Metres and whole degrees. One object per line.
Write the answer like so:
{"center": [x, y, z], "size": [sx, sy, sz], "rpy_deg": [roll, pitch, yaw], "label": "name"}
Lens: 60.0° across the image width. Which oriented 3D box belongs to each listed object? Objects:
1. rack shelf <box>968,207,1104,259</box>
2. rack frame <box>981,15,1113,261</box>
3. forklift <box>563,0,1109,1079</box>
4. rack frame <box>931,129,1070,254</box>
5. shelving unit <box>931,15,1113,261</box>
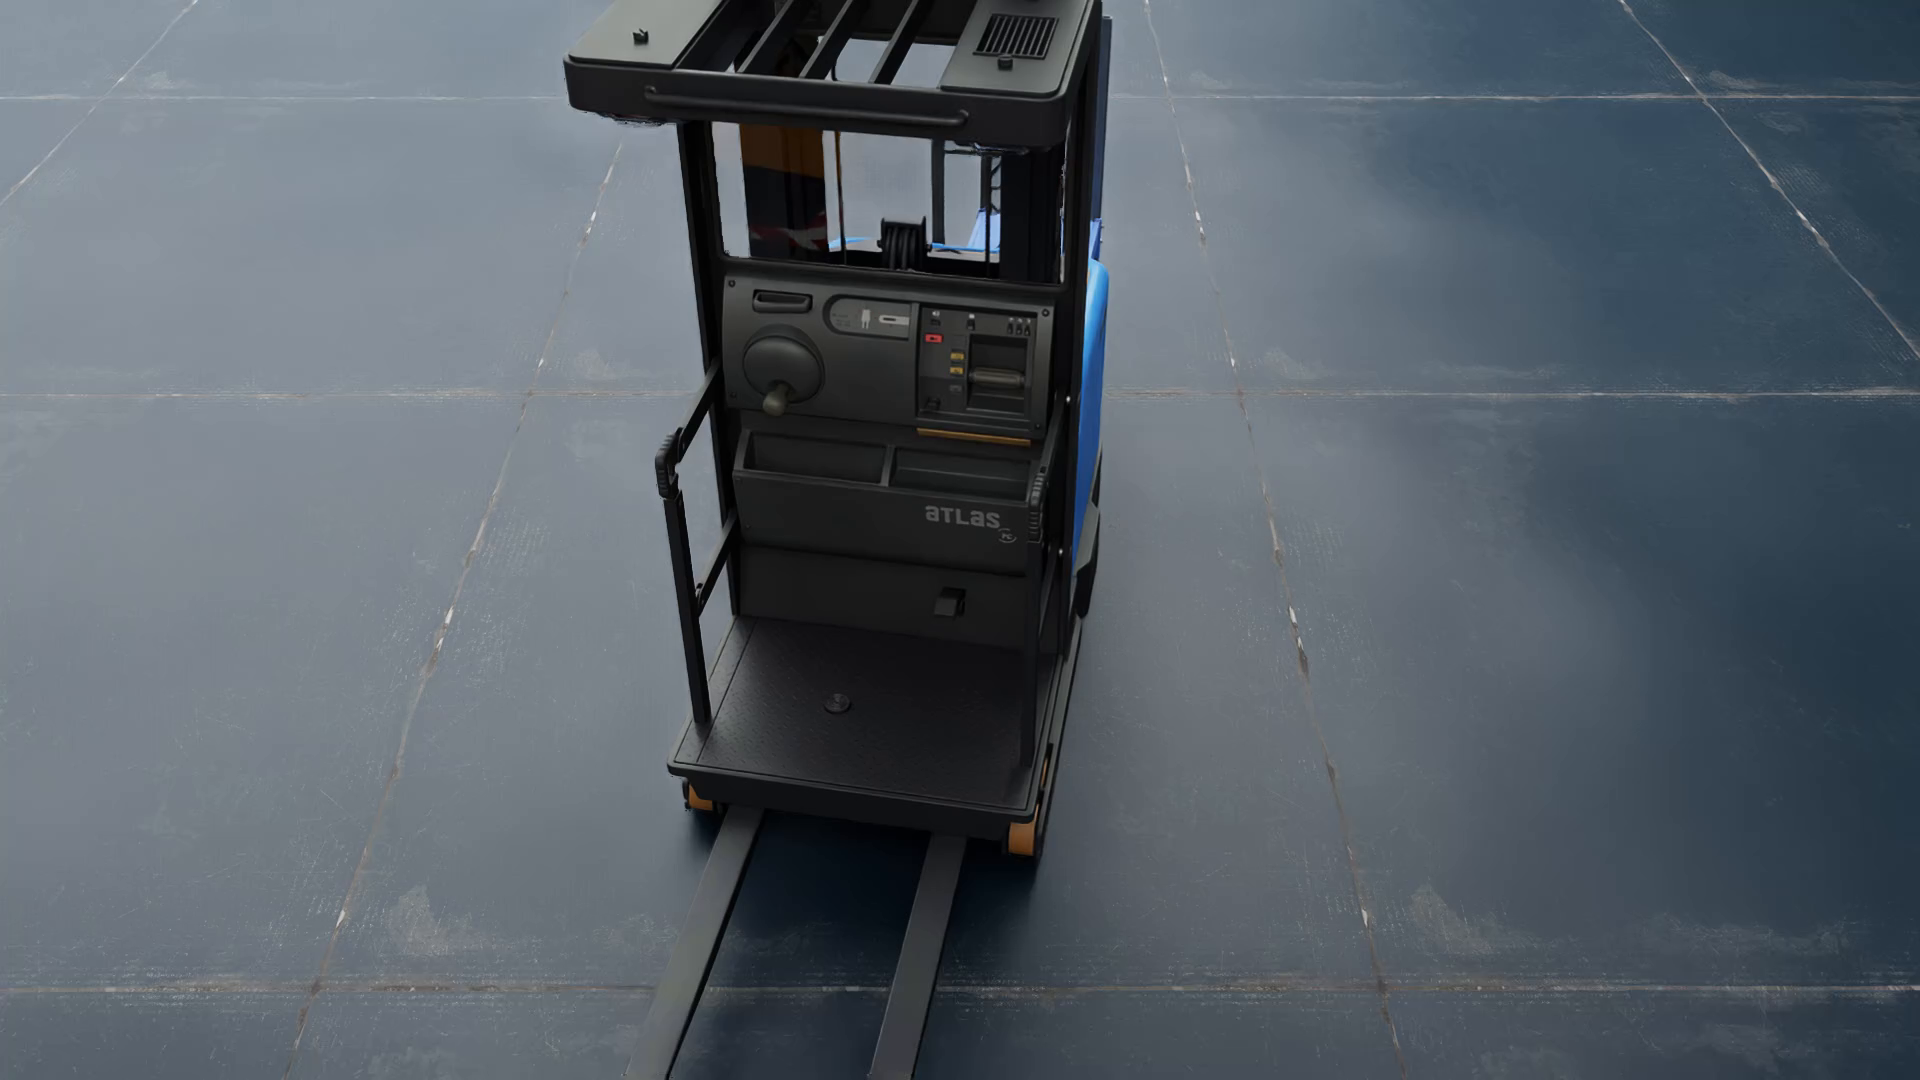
{"center": [0.243, -0.979, 6.560], "size": [0.538, 0.185, 1.000], "rpy_deg": [7, 39, 8], "label": "rack shelf"}
{"center": [0.335, -1.432, 6.838], "size": [0.500, 1.500, 0.032], "rpy_deg": [7, 39, 8], "label": "rack frame"}
{"center": [-0.242, -0.437, 4.452], "size": [1.130, 2.935, 3.031], "rpy_deg": [7, 39, 8], "label": "forklift"}
{"center": [0.151, -0.807, 6.058], "size": [0.500, 1.500, 0.032], "rpy_deg": [7, 39, 8], "label": "rack frame"}
{"center": [0.243, -1.120, 6.448], "size": [0.538, 1.500, 1.048], "rpy_deg": [7, 39, 8], "label": "shelving unit"}
